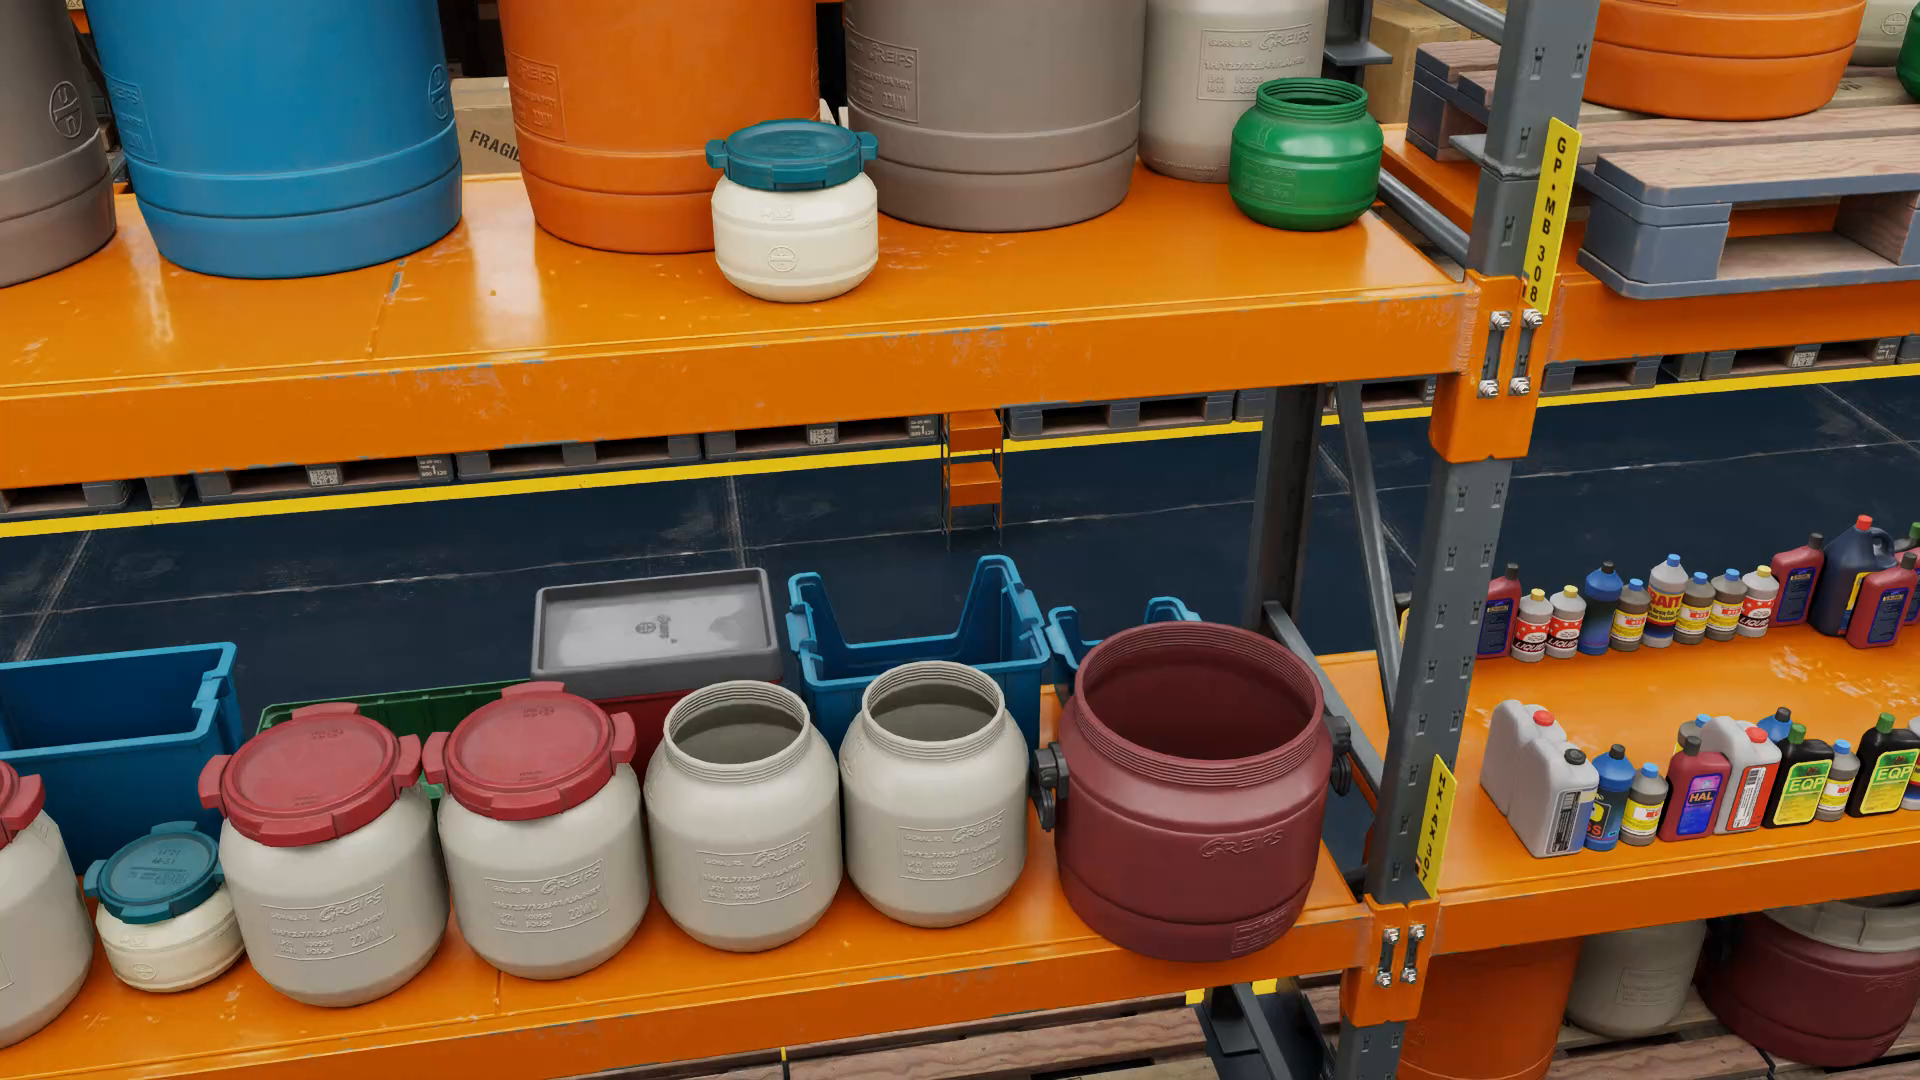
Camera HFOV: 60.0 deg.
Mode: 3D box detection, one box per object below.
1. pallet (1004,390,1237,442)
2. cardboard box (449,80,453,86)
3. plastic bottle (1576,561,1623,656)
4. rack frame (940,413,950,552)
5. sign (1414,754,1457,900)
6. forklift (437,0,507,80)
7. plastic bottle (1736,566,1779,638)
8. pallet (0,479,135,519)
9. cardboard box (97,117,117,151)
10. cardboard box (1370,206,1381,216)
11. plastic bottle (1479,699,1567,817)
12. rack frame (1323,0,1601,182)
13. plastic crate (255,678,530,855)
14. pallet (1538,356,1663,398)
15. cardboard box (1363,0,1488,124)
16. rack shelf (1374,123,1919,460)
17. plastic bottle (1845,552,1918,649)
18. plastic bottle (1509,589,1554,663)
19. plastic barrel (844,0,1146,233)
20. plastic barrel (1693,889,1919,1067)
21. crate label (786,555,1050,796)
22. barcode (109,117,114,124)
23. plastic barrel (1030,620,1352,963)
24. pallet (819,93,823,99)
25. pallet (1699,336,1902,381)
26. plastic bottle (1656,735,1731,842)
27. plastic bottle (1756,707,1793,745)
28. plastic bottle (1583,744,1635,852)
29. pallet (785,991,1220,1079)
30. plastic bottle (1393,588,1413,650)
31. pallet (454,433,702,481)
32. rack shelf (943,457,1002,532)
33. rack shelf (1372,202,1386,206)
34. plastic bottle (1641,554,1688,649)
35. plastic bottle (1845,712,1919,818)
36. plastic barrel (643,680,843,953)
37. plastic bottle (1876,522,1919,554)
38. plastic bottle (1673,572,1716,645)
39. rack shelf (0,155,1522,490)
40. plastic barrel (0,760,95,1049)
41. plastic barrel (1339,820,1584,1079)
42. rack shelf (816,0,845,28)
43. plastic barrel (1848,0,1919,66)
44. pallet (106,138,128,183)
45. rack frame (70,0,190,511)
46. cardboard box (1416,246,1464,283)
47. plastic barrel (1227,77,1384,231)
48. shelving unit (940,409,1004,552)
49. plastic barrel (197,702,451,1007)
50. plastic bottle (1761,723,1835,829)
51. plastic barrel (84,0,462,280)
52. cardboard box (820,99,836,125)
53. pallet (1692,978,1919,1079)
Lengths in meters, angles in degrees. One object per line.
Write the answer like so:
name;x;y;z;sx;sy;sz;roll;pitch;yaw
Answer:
pallet;0.768;-0.901;9.075;1.213;0.211;1.003;-5;31;-9
cardboard box;-2.631;-1.842;7.825;0.500;0.500;0.500;-3;31;-5
plastic bottle;1.772;0.181;4.609;0.097;0.271;0.097;0;30;0
rack frame;-0.067;-0.446;7.473;0.008;1.050;0.200;-5;31;-9
sign;1.022;0.619;3.577;0.005;0.325;0.100;-5;31;-9
forklift;-2.318;-2.669;9.397;3.031;2.935;1.130;-6;31;-10
plastic bottle;2.251;0.167;4.703;0.097;0.201;0.097;0;30;0
pallet;-4.697;-0.435;8.282;1.213;0.211;1.003;-5;31;-9
cardboard box;-6.380;-2.983;12.243;0.250;0.149;0.380;-8;31;-13
cardboard box;1.965;-1.795;9.135;0.500;0.250;0.500;-6;31;-10
plastic bottle;1.372;0.515;4.037;0.135;0.276;0.152;-5;31;-9
rack frame;0.916;-2.170;2.563;0.127;3.000;1.000;-5;31;-9
plastic crate;-1.357;0.573;4.026;0.662;0.188;0.450;-5;31;-9
pallet;3.169;-1.124;9.454;1.213;0.211;1.003;-5;31;-9
cardboard box;2.235;-2.451;8.447;0.500;0.500;0.700;-13;33;-21
rack shelf;2.883;-0.750;3.816;4.000;0.370;1.077;-5;31;-9
plastic bottle;2.569;0.167;4.622;0.133;0.283;0.061;-5;31;-9
plastic bottle;1.581;0.229;4.597;0.097;0.201;0.097;0;30;0
plastic barrel;0.069;-1.127;3.253;0.600;0.901;0.600;0;30;0
plastic barrel;2.505;1.118;4.854;0.708;0.588;0.600;-5;31;-9
crate label;-0.110;0.356;4.150;0.616;0.435;0.502;-5;31;-9
barcode;-6.278;-3.113;12.353;0.075;0.075;0.001;-5;31;-9
plastic barrel;0.514;0.551;3.720;0.708;0.536;0.600;-5;31;-9
pallet;-1.638;-3.251;13.071;1.213;0.211;1.003;-5;31;-9
pallet;4.638;-1.279;9.718;1.213;0.211;1.003;-5;31;-9
plastic bottle;1.731;0.580;3.919;0.133;0.283;0.061;-5;31;-9
plastic bottle;1.963;0.523;4.028;0.097;0.271;0.097;0;30;0
plastic bottle;1.519;0.596;3.904;0.097;0.271;0.097;0;30;0
pallet;0.147;1.669;4.703;1.213;0.211;1.003;-5;31;-9
plastic bottle;1.237;0.216;4.538;0.133;0.283;0.061;-5;31;-9
pallet;-1.987;-0.687;8.710;1.213;0.211;1.003;-5;31;-9
rack shelf;0.053;-0.209;7.638;0.240;0.259;0.215;-5;31;-9
rack shelf;1.995;-1.927;8.777;4.000;0.370;1.077;-5;31;-9
plastic bottle;1.964;0.164;4.639;0.097;0.271;0.097;0;30;0
plastic bottle;2.222;0.535;3.996;0.133;0.283;0.061;-5;31;-9
plastic barrel;-0.472;0.606;3.649;0.421;0.512;0.421;0;30;0
plastic bottle;2.674;0.083;4.765;0.133;0.283;0.061;-5;31;-9
plastic bottle;2.059;0.185;4.672;0.097;0.201;0.097;0;30;0
rack shelf;-1.052;-0.385;3.195;4.000;0.370;1.077;-5;31;-9
plastic barrel;-2.038;0.744;3.391;0.433;0.535;0.433;0;30;0
plastic barrel;1.394;1.117;4.618;0.708;0.830;0.600;-5;31;-9
rack shelf;-2.836;-4.031;12.356;4.000;0.370;1.077;-5;31;-9
plastic barrel;1.944;-1.170;3.543;0.301;0.262;0.301;0;30;0
pallet;-6.660;-2.764;12.243;1.213;0.211;1.003;-5;31;-9
rack frame;-3.907;-1.689;7.663;0.127;3.000;1.000;-5;31;-9
cardboard box;2.547;-1.257;8.961;0.500;0.500;0.500;-5;31;-8
plastic barrel;0.682;-0.762;3.281;0.294;0.245;0.294;0;30;0
shelving unit;0.053;-0.457;7.492;0.252;1.050;0.215;-5;31;-9
plastic barrel;-1.317;0.677;3.505;0.433;0.535;0.433;0;30;0
plastic bottle;1.995;0.556;3.960;0.133;0.283;0.061;-5;31;-9
plastic barrel;-1.271;-1.002;3.041;0.708;0.901;0.600;-5;31;-9
cardboard box;-0.887;-2.031;8.332;0.500;0.311;0.500;-6;31;-10
pallet;2.881;1.415;5.135;1.213;0.211;1.003;-5;31;-9
